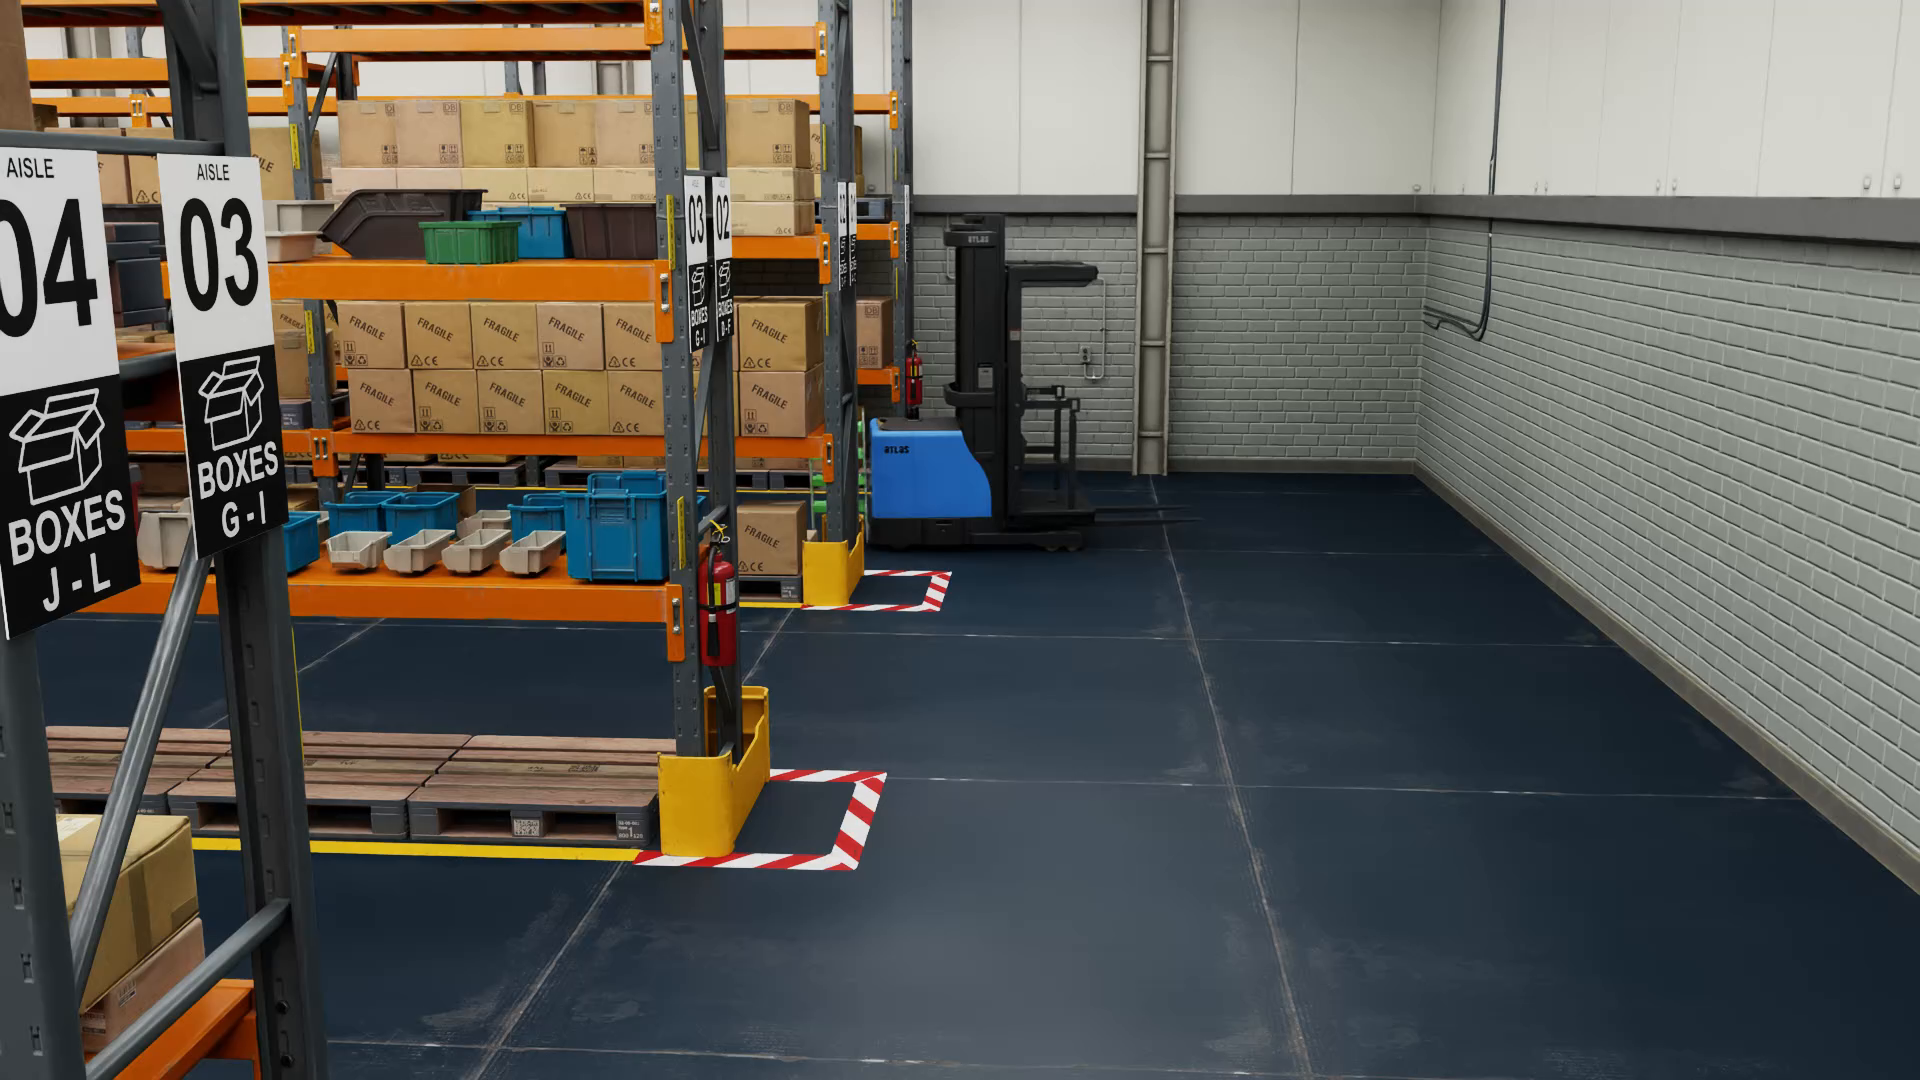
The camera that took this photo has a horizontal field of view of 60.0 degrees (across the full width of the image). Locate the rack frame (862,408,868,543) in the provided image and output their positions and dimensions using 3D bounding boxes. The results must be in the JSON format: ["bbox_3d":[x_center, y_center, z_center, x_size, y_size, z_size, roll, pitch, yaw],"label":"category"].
[{"bbox_3d":[-0.857,-0.582,15.047,0.015,1.200,0.240,-2,12,-2],"label":"rack frame"}]

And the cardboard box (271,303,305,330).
[{"bbox_3d":[-7.100,-2.327,18.029,0.500,0.500,0.500,1,12,4],"label":"cardboard box"}]

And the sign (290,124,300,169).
[{"bbox_3d":[-4.954,-2.932,12.388,0.005,0.325,0.100,1,12,4],"label":"sign"}]

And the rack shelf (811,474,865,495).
[{"bbox_3d":[-1.099,-0.512,15.051,0.480,0.148,0.258,-2,12,-2],"label":"rack shelf"}]

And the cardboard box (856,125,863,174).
[{"bbox_3d":[-1.314,-4.164,17.769,0.500,0.500,0.500,0,12,2],"label":"cardboard box"}]

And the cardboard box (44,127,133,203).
[{"bbox_3d":[-6.749,-2.942,13.149,0.600,0.600,0.600,0,12,2],"label":"cardboard box"}]

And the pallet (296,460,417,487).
[{"bbox_3d":[-6.589,-0.789,18.508,1.213,0.211,1.003,1,12,4],"label":"pallet"}]

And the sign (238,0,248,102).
[{"bbox_3d":[-1.552,-1.101,3.531,0.005,0.325,0.100,1,12,4],"label":"sign"}]

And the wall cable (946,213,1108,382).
[{"bbox_3d":[0.739,-2.761,18.643,1.851,1.984,0.084,1,12,4],"label":"wall cable"}]

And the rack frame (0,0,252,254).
[{"bbox_3d":[-1.595,-1.989,2.780,0.127,3.000,1.000,1,12,4],"label":"rack frame"}]

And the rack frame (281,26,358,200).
[{"bbox_3d":[-4.920,-4.067,12.716,0.127,3.000,1.000,1,12,4],"label":"rack frame"}]

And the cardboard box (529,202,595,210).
[{"bbox_3d":[-2.955,-2.448,12.665,0.500,0.250,0.500,1,12,4],"label":"cardboard box"}]

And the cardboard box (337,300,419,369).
[{"bbox_3d":[-4.469,-1.605,12.912,0.500,0.500,0.500,1,12,5],"label":"cardboard box"}]

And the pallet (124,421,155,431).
[{"bbox_3d":[-6.971,-1.066,13.489,1.213,0.211,1.003,1,12,4],"label":"pallet"}]

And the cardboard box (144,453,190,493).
[{"bbox_3d":[-6.385,-0.560,13.800,0.500,0.250,0.500,1,12,4],"label":"cardboard box"}]

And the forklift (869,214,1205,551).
[{"bbox_3d":[0.690,-1.449,15.017,3.031,2.935,1.130,-1,12,-4],"label":"forklift"}]

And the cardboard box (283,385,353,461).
[{"bbox_3d":[-6.986,-1.301,18.368,0.750,0.750,0.750,1,12,3],"label":"cardboard box"}]

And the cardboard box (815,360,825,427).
[{"bbox_3d":[-1.354,-1.185,13.345,0.500,0.500,0.500,1,12,5],"label":"cardboard box"}]

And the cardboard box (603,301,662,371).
[{"bbox_3d":[-2.414,-1.577,12.778,0.500,0.500,0.500,1,12,5],"label":"cardboard box"}]

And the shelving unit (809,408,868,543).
[{"bbox_3d":[-1.101,-0.574,15.038,0.503,1.200,0.258,-2,12,-2],"label":"shelving unit"}]

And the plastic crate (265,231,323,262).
[{"bbox_3d":[-3.342,-1.381,7.844,0.530,0.136,0.437,1,12,4],"label":"plastic crate"}]

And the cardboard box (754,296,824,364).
[{"bbox_3d":[-1.354,-1.674,13.243,0.500,0.500,0.500,1,12,5],"label":"cardboard box"}]

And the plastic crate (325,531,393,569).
[{"bbox_3d":[-2.954,0.055,8.158,0.250,0.136,0.298,1,12,4],"label":"plastic crate"}]

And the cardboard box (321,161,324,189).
[{"bbox_3d":[-7.013,-3.929,18.060,0.500,0.500,0.700,1,12,7],"label":"cardboard box"}]

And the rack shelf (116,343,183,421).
[{"bbox_3d":[-3.591,-0.196,3.292,4.000,0.370,1.077,1,12,4],"label":"rack shelf"}]

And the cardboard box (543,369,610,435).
[{"bbox_3d":[-2.912,-1.097,12.924,0.500,0.500,0.500,1,12,3],"label":"cardboard box"}]

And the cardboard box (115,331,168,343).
[{"bbox_3d":[-6.687,-1.397,13.333,0.500,0.500,0.700,-2,12,-11],"label":"cardboard box"}]

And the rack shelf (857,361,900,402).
[{"bbox_3d":[-2.598,-1.763,18.111,4.000,0.370,1.077,1,12,4],"label":"rack shelf"}]

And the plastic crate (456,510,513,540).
[{"bbox_3d":[-2.480,-0.066,8.736,0.298,0.136,0.250,1,12,4],"label":"plastic crate"}]

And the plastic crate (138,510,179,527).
[{"bbox_3d":[-4.120,-0.053,8.704,0.590,0.125,0.437,1,12,4],"label":"plastic crate"}]

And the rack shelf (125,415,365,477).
[{"bbox_3d":[-6.916,-0.806,13.535,4.000,0.370,1.077,1,12,4],"label":"rack shelf"}]

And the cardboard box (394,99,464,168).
[{"bbox_3d":[-3.943,-3.103,12.745,0.500,0.500,0.700,1,12,4],"label":"cardboard box"}]

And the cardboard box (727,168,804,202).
[{"bbox_3d":[-1.459,-2.671,12.511,0.500,0.250,0.500,1,12,4],"label":"cardboard box"}]

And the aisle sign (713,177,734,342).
[{"bbox_3d":[-1.172,-1.396,8.251,0.004,0.787,0.394,1,12,4],"label":"aisle sign"}]

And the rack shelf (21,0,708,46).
[{"bbox_3d":[-3.260,-2.480,7.863,4.000,0.370,1.077,1,12,4],"label":"rack shelf"}]

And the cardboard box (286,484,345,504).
[{"bbox_3d":[-5.387,-0.179,13.811,0.500,0.500,0.500,0,12,1],"label":"cardboard box"}]

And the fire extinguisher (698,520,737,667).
[{"bbox_3d":[-1.144,0.251,7.824,0.183,0.674,0.296,1,12,4],"label":"fire extinguisher"}]

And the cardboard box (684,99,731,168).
[{"bbox_3d":[-1.936,-3.111,12.782,0.500,0.500,0.700,1,12,4],"label":"cardboard box"}]

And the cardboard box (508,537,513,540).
[{"bbox_3d":[-3.585,-0.070,13.751,0.500,0.311,0.500,1,12,4],"label":"cardboard box"}]

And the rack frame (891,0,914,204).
[{"bbox_3d":[-0.602,-5.025,17.293,0.127,3.000,1.000,1,12,4],"label":"rack frame"}]

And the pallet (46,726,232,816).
[{"bbox_3d":[-4.519,1.248,8.768,1.213,0.211,1.003,1,12,4],"label":"pallet"}]

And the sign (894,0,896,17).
[{"bbox_3d":[-0.652,-5.410,16.660,0.005,0.325,0.100,1,12,4],"label":"sign"}]

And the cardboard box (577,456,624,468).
[{"bbox_3d":[-3.854,-1.094,18.233,0.500,0.500,0.700,1,12,4],"label":"cardboard box"}]

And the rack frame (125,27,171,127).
[{"bbox_3d":[-8.584,-5.134,17.816,0.127,3.000,1.000,1,12,4],"label":"rack frame"}]

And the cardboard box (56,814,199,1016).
[{"bbox_3d":[-2.056,0.814,3.674,0.500,0.250,0.500,0,12,2],"label":"cardboard box"}]

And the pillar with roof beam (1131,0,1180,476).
[{"bbox_3d":[1.862,-4.285,13.757,0.400,9.000,9.100,1,12,4],"label":"pillar with roof beam"}]

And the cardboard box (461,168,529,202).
[{"bbox_3d":[-3.455,-2.697,12.638,0.500,0.250,0.500,1,12,4],"label":"cardboard box"}]

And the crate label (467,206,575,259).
[{"bbox_3d":[-2.163,-1.538,8.316,0.502,0.251,0.408,1,12,4],"label":"crate label"}]

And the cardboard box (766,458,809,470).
[{"bbox_3d":[-1.806,-1.066,18.101,0.500,0.500,0.700,1,12,4],"label":"cardboard box"}]

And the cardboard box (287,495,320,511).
[{"bbox_3d":[-5.432,-0.071,13.294,0.500,0.500,0.500,1,12,3],"label":"cardboard box"}]
